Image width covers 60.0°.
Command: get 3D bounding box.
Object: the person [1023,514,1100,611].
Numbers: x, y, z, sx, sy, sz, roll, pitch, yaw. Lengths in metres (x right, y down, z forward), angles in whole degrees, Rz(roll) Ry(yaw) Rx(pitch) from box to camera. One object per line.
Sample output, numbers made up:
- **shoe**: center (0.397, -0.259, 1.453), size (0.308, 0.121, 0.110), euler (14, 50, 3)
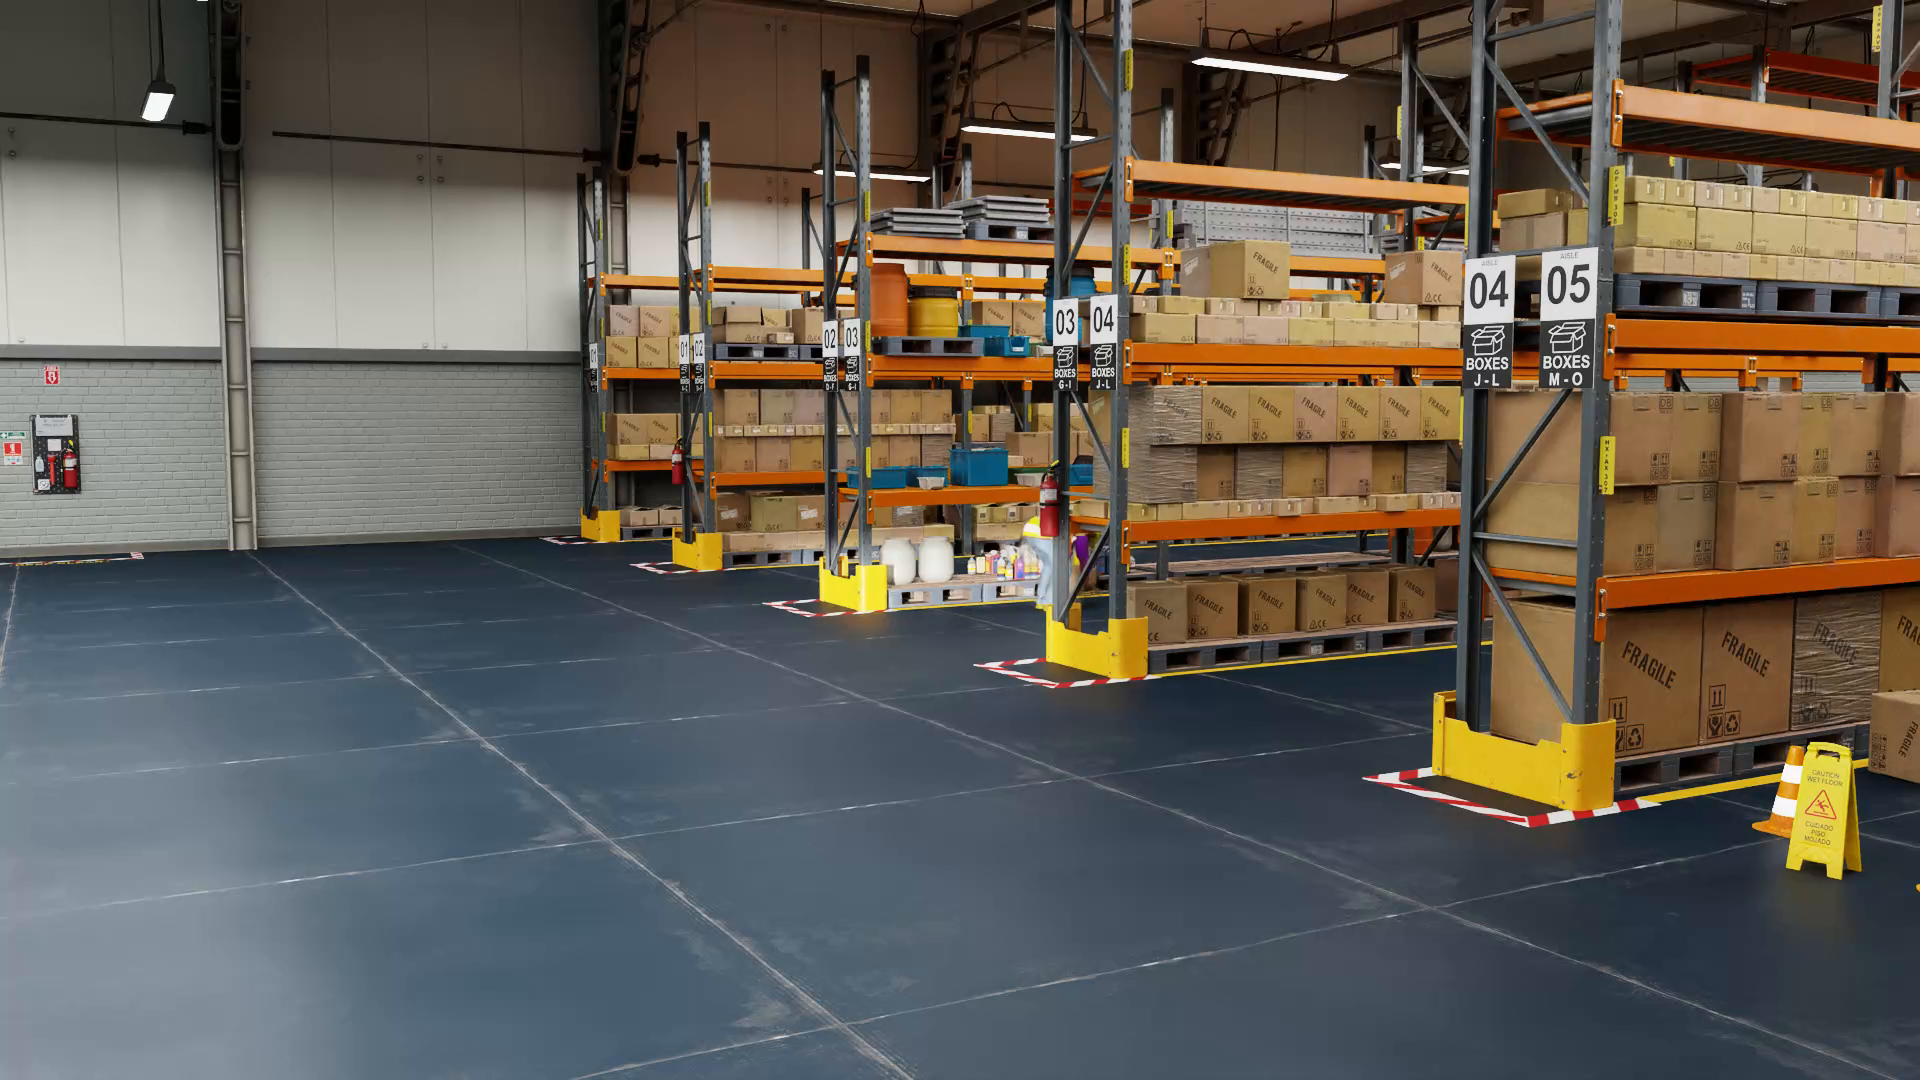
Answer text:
- **person**: center (1.165, 0.227, 18.522), size (0.982, 1.065, 0.489), euler (-3, 6, -31)
